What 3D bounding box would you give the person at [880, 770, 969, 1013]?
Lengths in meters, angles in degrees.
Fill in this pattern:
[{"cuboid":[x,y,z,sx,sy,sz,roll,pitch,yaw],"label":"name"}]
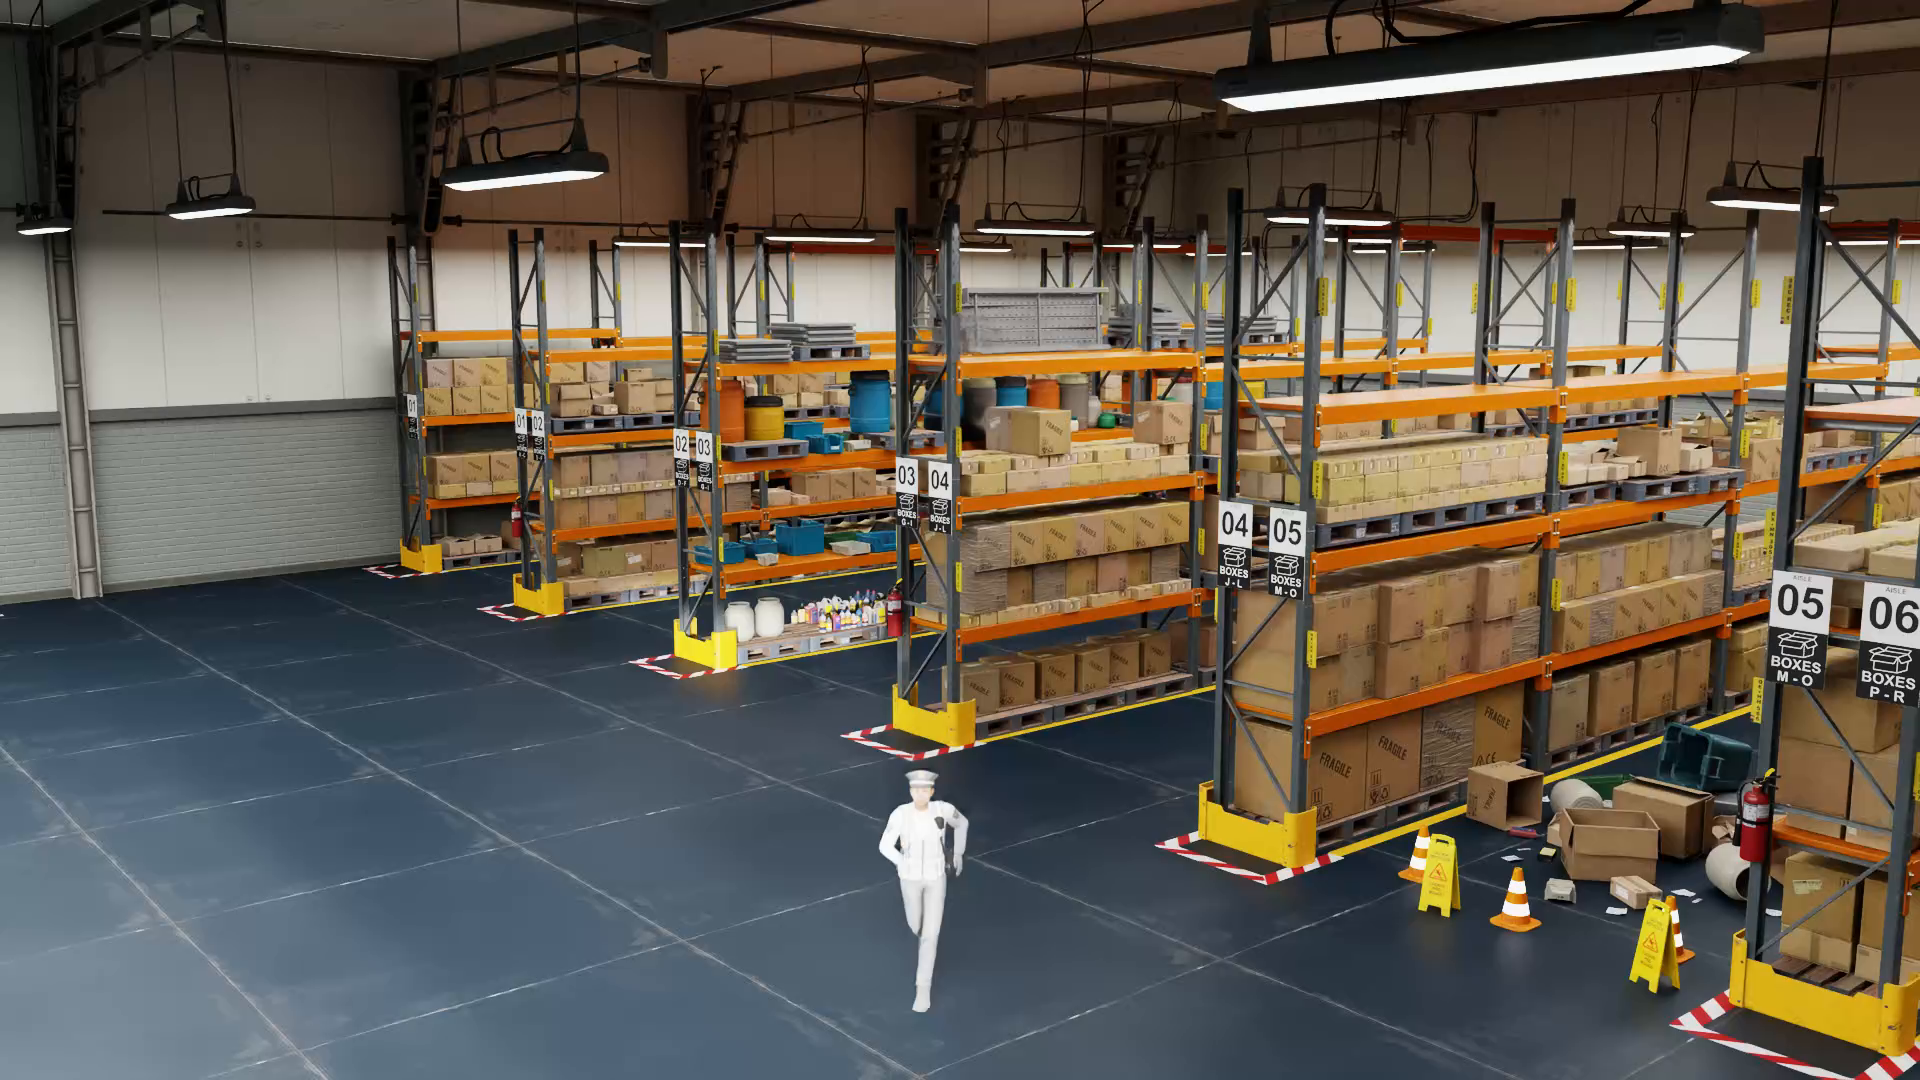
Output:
[{"cuboid":[-0.261,2.493,12.220,0.647,1.737,0.896,0,9,1],"label":"person"}]
